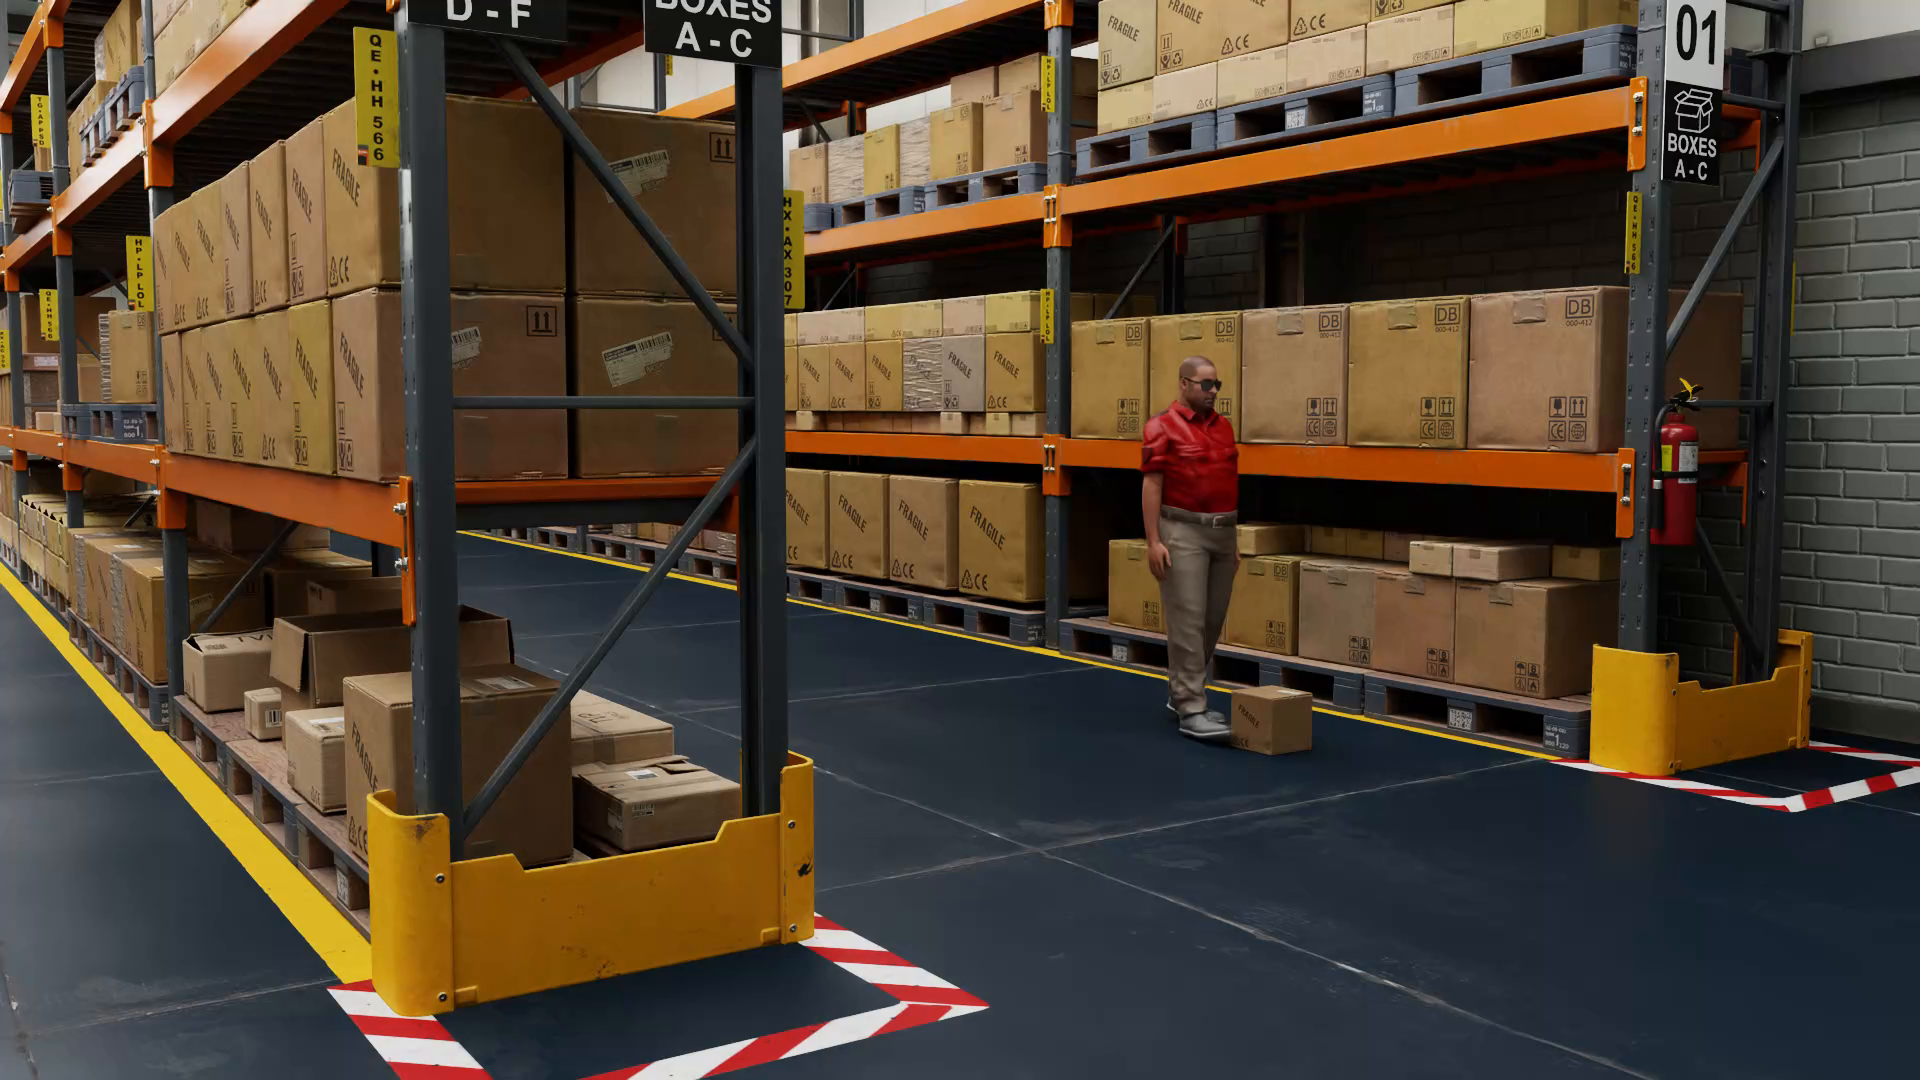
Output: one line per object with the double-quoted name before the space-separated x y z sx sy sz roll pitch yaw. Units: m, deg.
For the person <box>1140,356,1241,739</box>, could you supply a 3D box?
"person" 1.119 0.024 7.616 0.550 1.730 0.653 -3 6 -33
